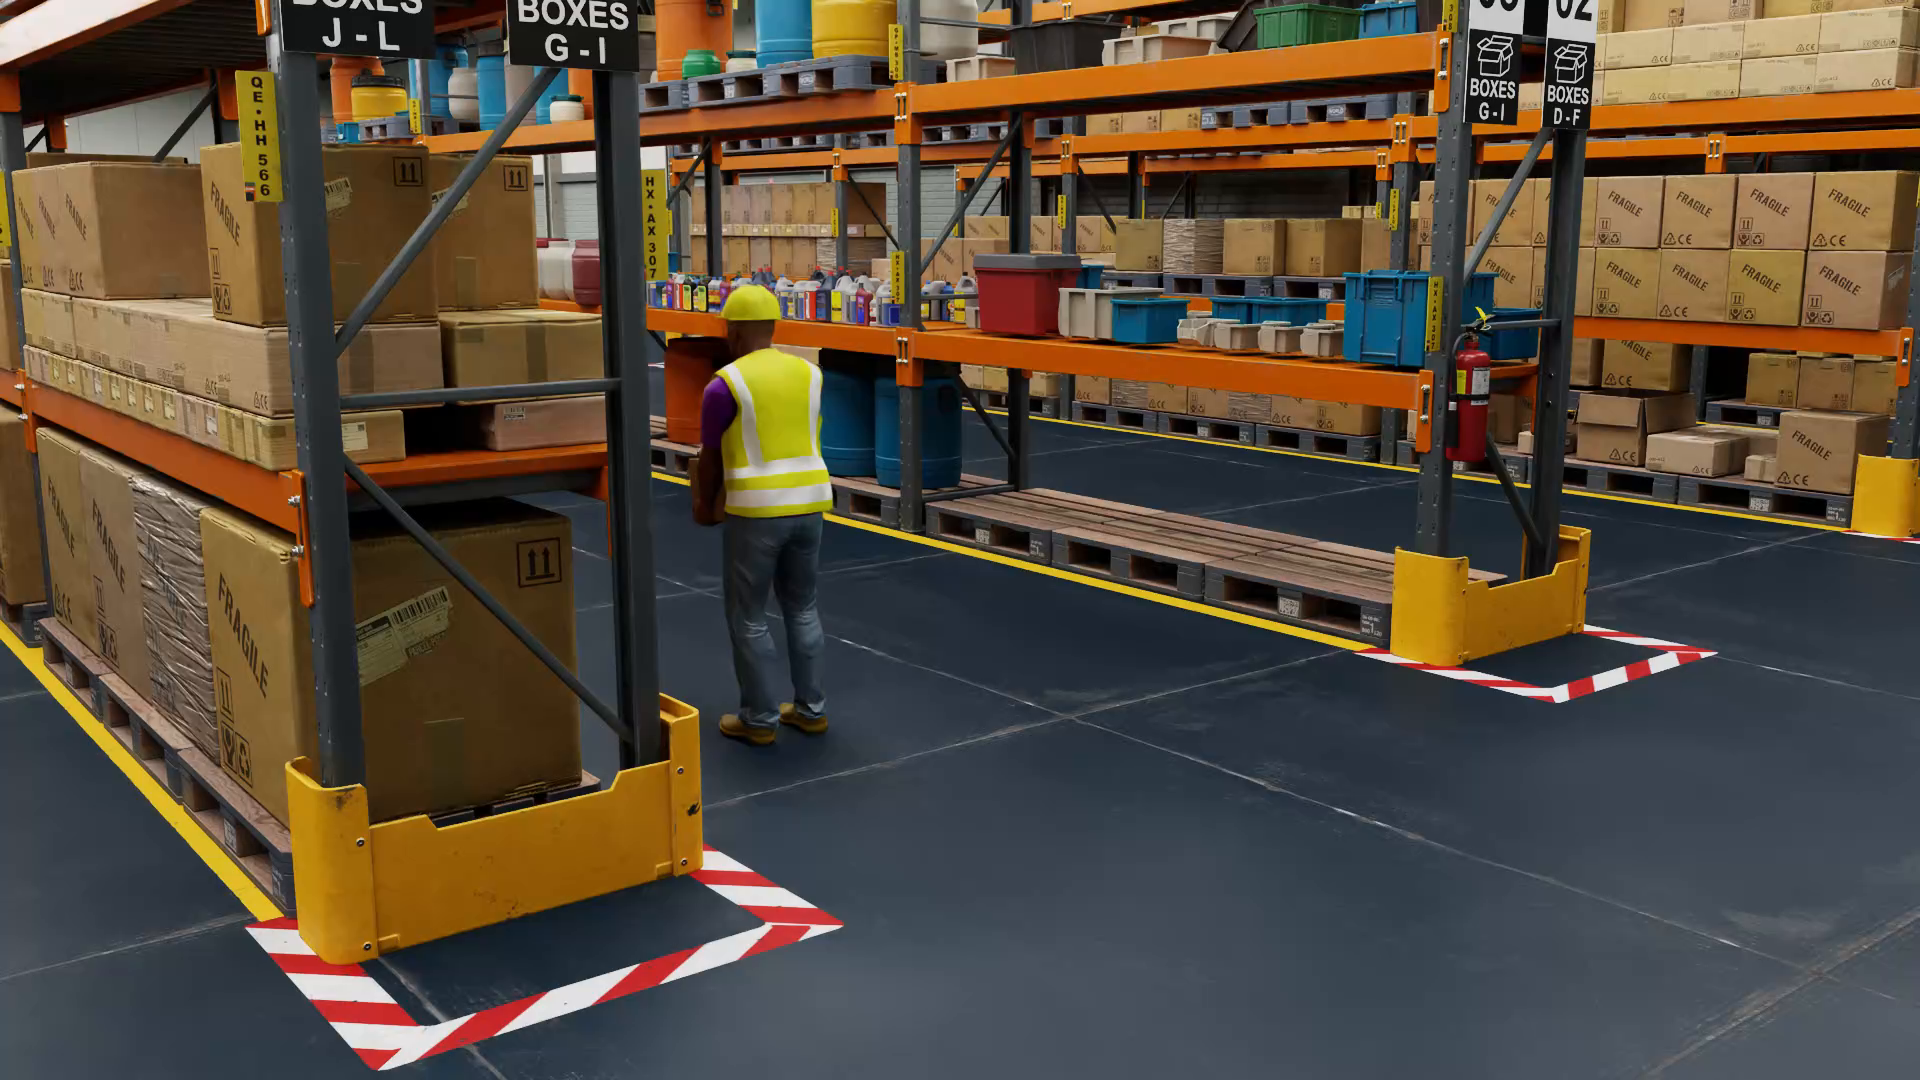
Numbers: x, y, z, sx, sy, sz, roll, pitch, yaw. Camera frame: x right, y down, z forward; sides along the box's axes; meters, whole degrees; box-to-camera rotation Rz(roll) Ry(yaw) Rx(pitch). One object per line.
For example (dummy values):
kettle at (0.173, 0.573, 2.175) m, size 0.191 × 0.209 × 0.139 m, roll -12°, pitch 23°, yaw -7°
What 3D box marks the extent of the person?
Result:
person at (-0.791, -0.111, 6.484) m, size 0.505 × 1.750 × 0.583 m, roll -9°, pitch 14°, yaw -39°
